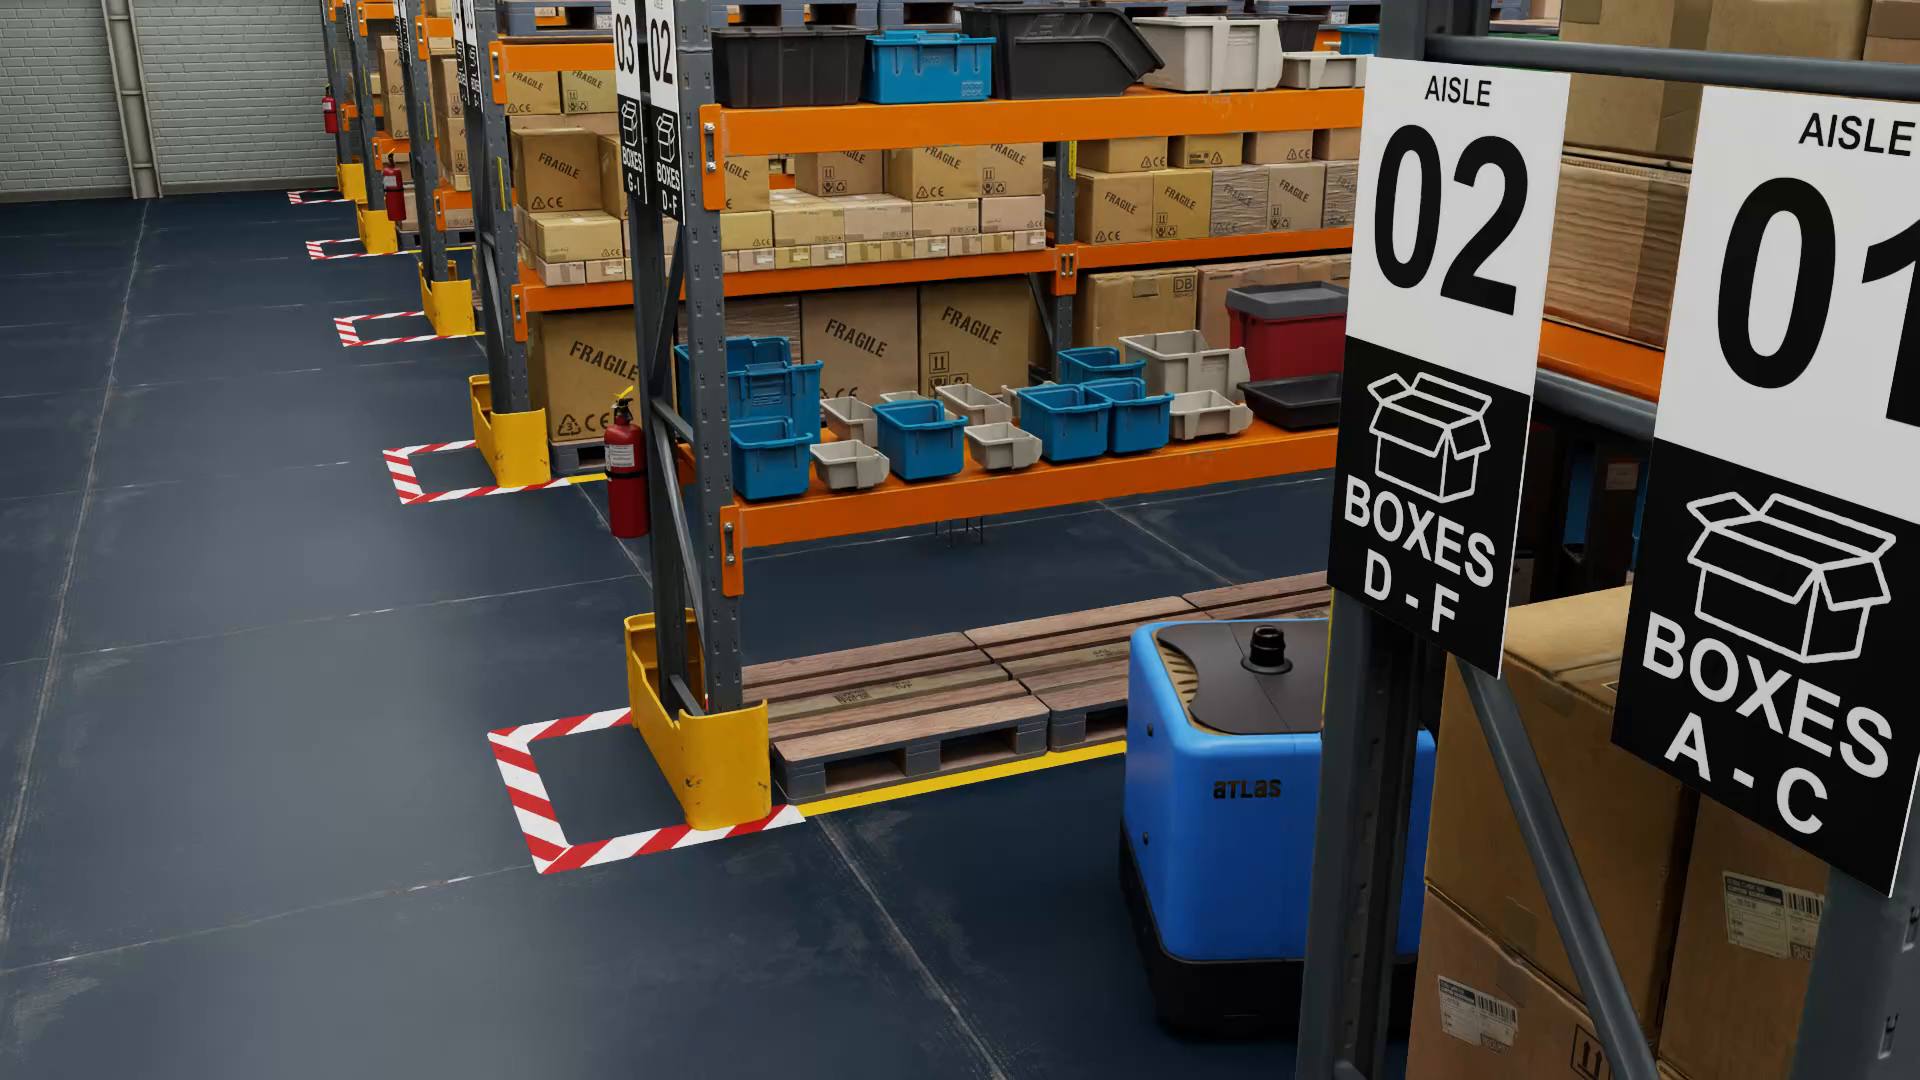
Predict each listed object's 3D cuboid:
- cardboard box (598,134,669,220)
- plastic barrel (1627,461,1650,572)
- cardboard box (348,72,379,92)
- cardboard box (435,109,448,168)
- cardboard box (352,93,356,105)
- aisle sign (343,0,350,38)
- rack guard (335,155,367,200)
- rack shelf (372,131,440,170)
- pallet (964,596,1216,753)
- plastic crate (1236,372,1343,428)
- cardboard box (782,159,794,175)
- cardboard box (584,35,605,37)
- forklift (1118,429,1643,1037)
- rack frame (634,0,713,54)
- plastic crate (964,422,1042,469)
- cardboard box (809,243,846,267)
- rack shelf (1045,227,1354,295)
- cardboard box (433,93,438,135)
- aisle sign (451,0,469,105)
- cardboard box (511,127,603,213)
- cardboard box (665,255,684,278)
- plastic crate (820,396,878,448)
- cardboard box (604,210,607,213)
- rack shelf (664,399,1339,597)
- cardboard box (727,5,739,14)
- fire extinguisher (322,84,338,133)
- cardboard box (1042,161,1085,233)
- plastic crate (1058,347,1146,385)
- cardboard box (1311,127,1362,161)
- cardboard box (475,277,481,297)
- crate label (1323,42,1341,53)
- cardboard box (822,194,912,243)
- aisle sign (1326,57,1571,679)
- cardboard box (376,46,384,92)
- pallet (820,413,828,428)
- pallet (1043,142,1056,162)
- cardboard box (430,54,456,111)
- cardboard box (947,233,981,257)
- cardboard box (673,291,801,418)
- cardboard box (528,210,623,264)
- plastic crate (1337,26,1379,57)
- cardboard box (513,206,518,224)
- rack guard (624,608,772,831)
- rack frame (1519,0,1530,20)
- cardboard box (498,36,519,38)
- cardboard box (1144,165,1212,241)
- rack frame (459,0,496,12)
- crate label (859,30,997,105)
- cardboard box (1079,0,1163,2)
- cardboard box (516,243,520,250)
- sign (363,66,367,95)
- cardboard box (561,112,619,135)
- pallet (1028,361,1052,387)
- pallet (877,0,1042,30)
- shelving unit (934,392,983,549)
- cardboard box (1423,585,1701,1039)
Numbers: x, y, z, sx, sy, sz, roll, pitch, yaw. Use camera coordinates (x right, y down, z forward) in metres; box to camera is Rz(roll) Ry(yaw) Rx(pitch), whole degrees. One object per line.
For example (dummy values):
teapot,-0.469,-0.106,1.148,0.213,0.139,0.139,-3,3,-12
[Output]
cardboard box,-2.081,-2.424,11.040,0.500,0.500,0.500,-9,21,-23
plastic barrel,3.703,-0.338,8.993,0.708,0.901,0.600,-8,21,-22
cardboard box,-8.665,-6.701,24.314,0.500,0.250,0.500,-8,21,-20
cardboard box,-4.649,-3.805,15.715,0.500,0.500,0.500,-8,21,-21
cardboard box,-8.572,-6.331,23.864,0.250,0.149,0.380,-8,21,-22
aisle sign,-7.202,-6.288,19.449,0.004,0.787,0.394,-8,21,-22
rack guard,-8.913,-5.321,24.381,0.348,0.500,1.175,-8,21,-22
rack shelf,-5.177,-4.900,20.506,4.000,0.370,1.077,-8,21,-22
pallet,0.765,0.615,7.957,1.213,0.211,1.003,-8,21,-22
plastic crate,1.626,-0.640,7.646,0.590,0.125,0.437,-8,21,-22
cardboard box,-1.650,-3.712,16.426,0.250,0.149,0.380,-9,21,-23
cardboard box,-4.456,-6.076,20.129,0.250,0.149,0.380,-8,21,-22
forklift,2.131,0.051,5.464,3.031,2.935,1.130,-1,19,-3
rack frame,-1.126,-3.274,5.771,0.127,3.000,1.000,-8,21,-22
plastic crate,0.181,-0.386,6.909,0.298,0.136,0.250,-8,21,-22
cardboard box,-0.979,-2.020,11.621,0.250,0.149,0.380,-8,21,-21
rack shelf,2.422,-2.405,13.418,4.000,0.370,1.077,-8,21,-22
cardboard box,-6.005,-5.074,19.767,0.500,0.500,0.500,-8,21,-23
aisle sign,-3.273,-3.263,10.858,0.004,0.787,0.394,-8,21,-22
cardboard box,-2.744,-2.522,11.317,0.500,0.500,0.500,-8,21,-21
cardboard box,-1.922,-1.885,11.237,0.250,0.149,0.380,-8,21,-23
plastic crate,-0.449,-0.511,7.262,0.243,0.136,0.396,-8,21,-22
cardboard box,-2.282,-2.235,11.632,0.500,0.250,0.500,-9,21,-23
rack shelf,0.711,-0.368,7.634,4.000,0.370,1.077,-8,21,-22
cardboard box,-2.093,-5.142,15.818,0.500,0.250,0.500,-8,21,-22
fire extinguisher,-8.935,-6.117,23.557,0.183,0.674,0.296,-8,21,-22
cardboard box,0.906,-2.673,12.946,0.500,0.500,0.500,-8,21,-22
plastic crate,0.658,-0.742,7.774,0.300,0.233,0.416,-8,21,-22
cardboard box,2.981,-3.351,13.362,0.637,0.503,0.797,-8,21,-21
cardboard box,-4.559,-2.467,16.171,0.250,0.149,0.380,-8,21,-21
crate label,1.983,-2.285,7.874,0.466,0.136,0.293,-8,21,-22
cardboard box,-0.659,-2.276,11.748,0.500,0.250,0.500,-8,21,-21
aisle sign,0.649,-0.244,2.284,0.004,0.787,0.394,-8,21,-22
cardboard box,-6.665,-5.631,19.843,0.500,0.500,0.500,-7,21,-20
pallet,-1.266,-0.927,12.338,1.213,0.211,1.003,-8,21,-22
pallet,0.585,-4.169,17.636,1.213,0.211,1.003,-8,21,-22
cardboard box,-4.638,-4.276,15.544,0.500,0.500,0.500,-9,21,-23
cardboard box,-0.037,-2.155,12.003,0.250,0.149,0.380,-9,21,-23
cardboard box,-1.696,-1.379,11.988,0.875,0.875,0.875,-8,21,-22
cardboard box,-2.540,-2.005,10.978,0.500,0.250,0.500,-9,21,-23
plastic crate,1.838,-2.089,7.174,0.300,0.233,0.416,-8,21,-22
cardboard box,-5.610,-4.206,20.678,0.875,0.438,0.875,-8,21,-20
rack guard,-1.143,0.742,7.162,0.348,0.500,1.175,-8,21,-22
rack frame,4.258,-3.007,14.046,0.127,3.000,1.000,-8,21,-22
cardboard box,-5.380,-5.930,19.714,0.250,0.149,0.380,-8,21,-21
cardboard box,1.568,-2.579,12.678,0.500,0.500,0.500,-8,21,-22
rack frame,-3.088,-4.784,10.060,0.127,3.000,1.000,-8,21,-22
crate label,-0.151,-1.812,6.358,0.502,0.251,0.408,-8,21,-22
cardboard box,1.114,-4.220,12.192,0.500,0.500,0.700,-8,21,-21
cardboard box,-4.320,-2.777,16.156,0.250,0.149,0.380,-8,21,-21
sign,-6.799,-5.252,19.000,0.005,0.325,0.100,-8,21,-22
cardboard box,-3.502,-3.781,15.647,0.500,0.500,0.500,-8,21,-21
pallet,1.264,-1.290,13.368,1.213,0.211,1.003,-8,21,-22
pallet,-0.170,-3.749,11.771,1.213,0.211,1.003,-8,21,-22
shelving unit,-0.007,-0.423,9.870,0.210,0.900,0.258,-8,21,-22
cardboard box,1.133,0.406,2.697,0.500,0.500,0.500,-8,21,-22
